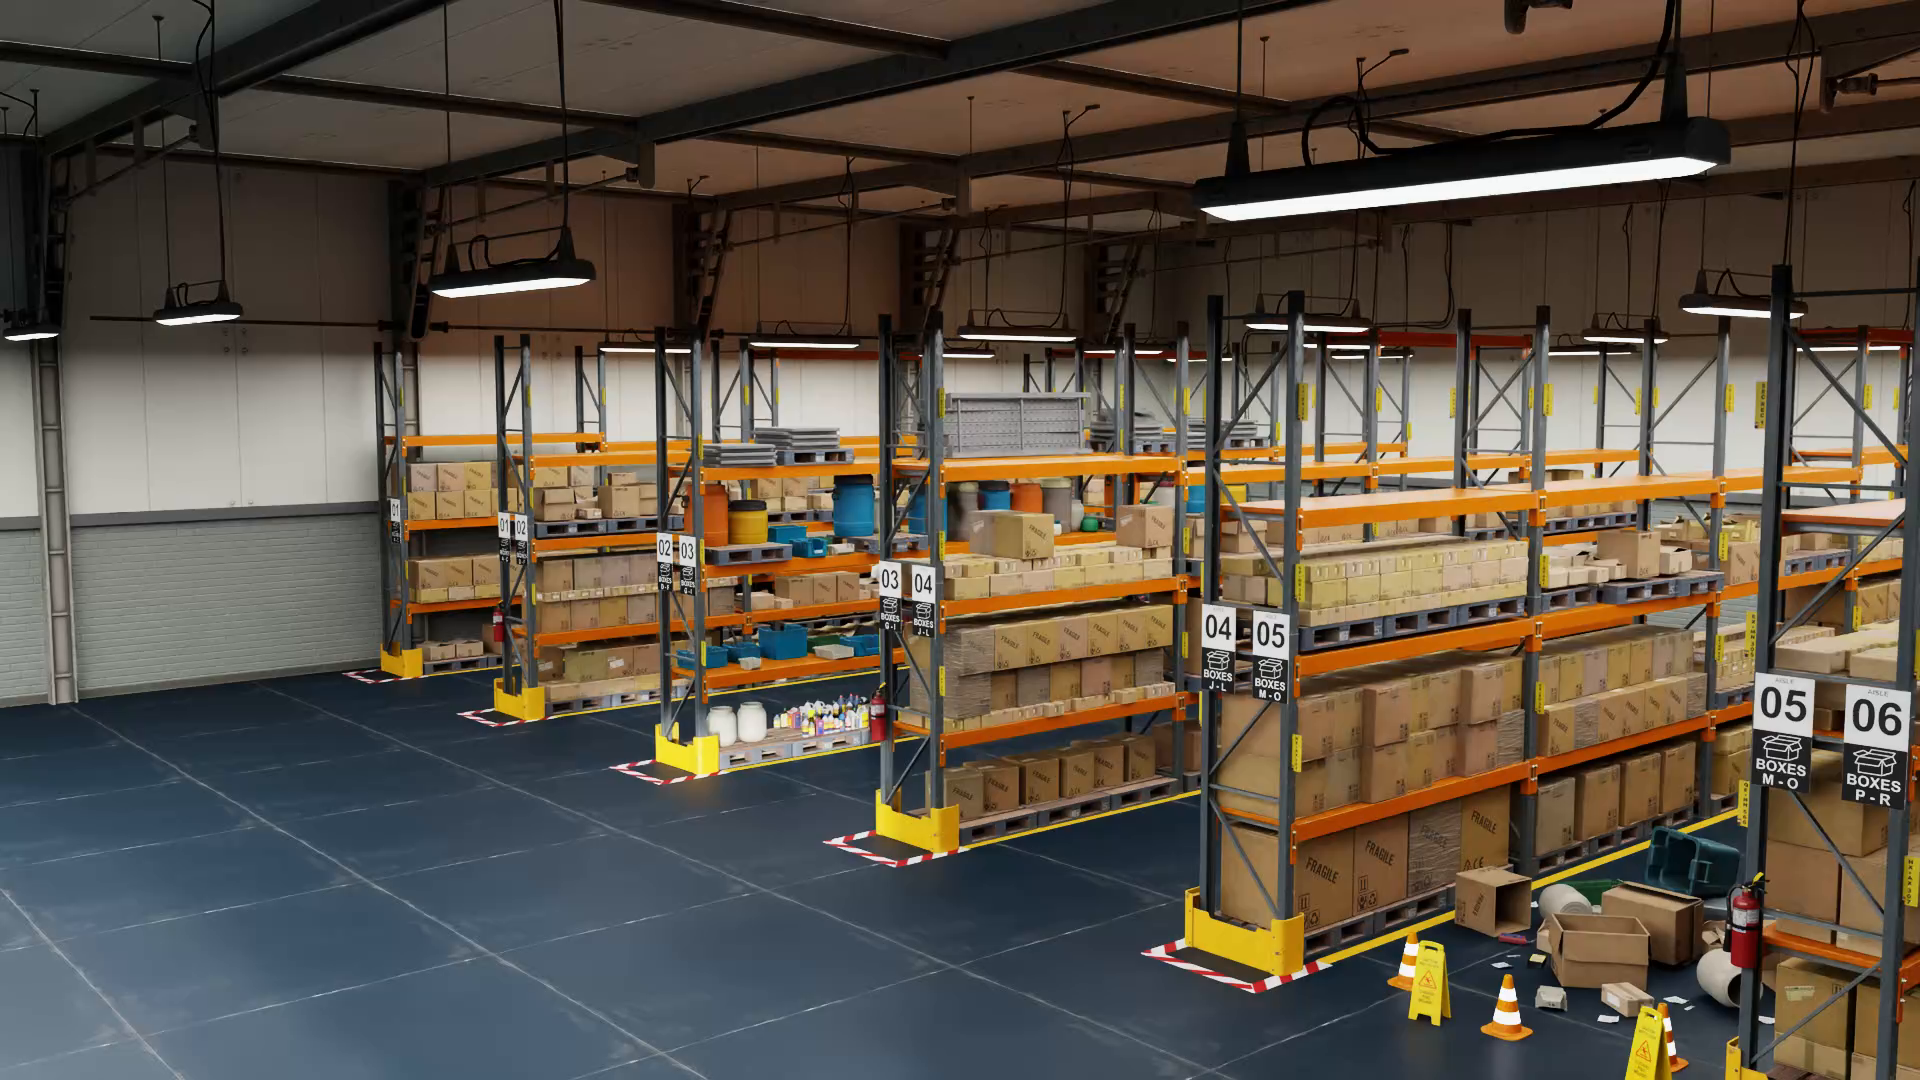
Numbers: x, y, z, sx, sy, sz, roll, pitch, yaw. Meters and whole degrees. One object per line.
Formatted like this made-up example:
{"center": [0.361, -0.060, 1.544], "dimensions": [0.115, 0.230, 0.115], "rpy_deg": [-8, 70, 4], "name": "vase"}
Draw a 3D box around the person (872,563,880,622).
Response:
{"center": [-1.562, 1.093, 35.092], "dimensions": [0.598, 1.770, 0.473], "rpy_deg": [-4, 6, -35], "name": "person"}
